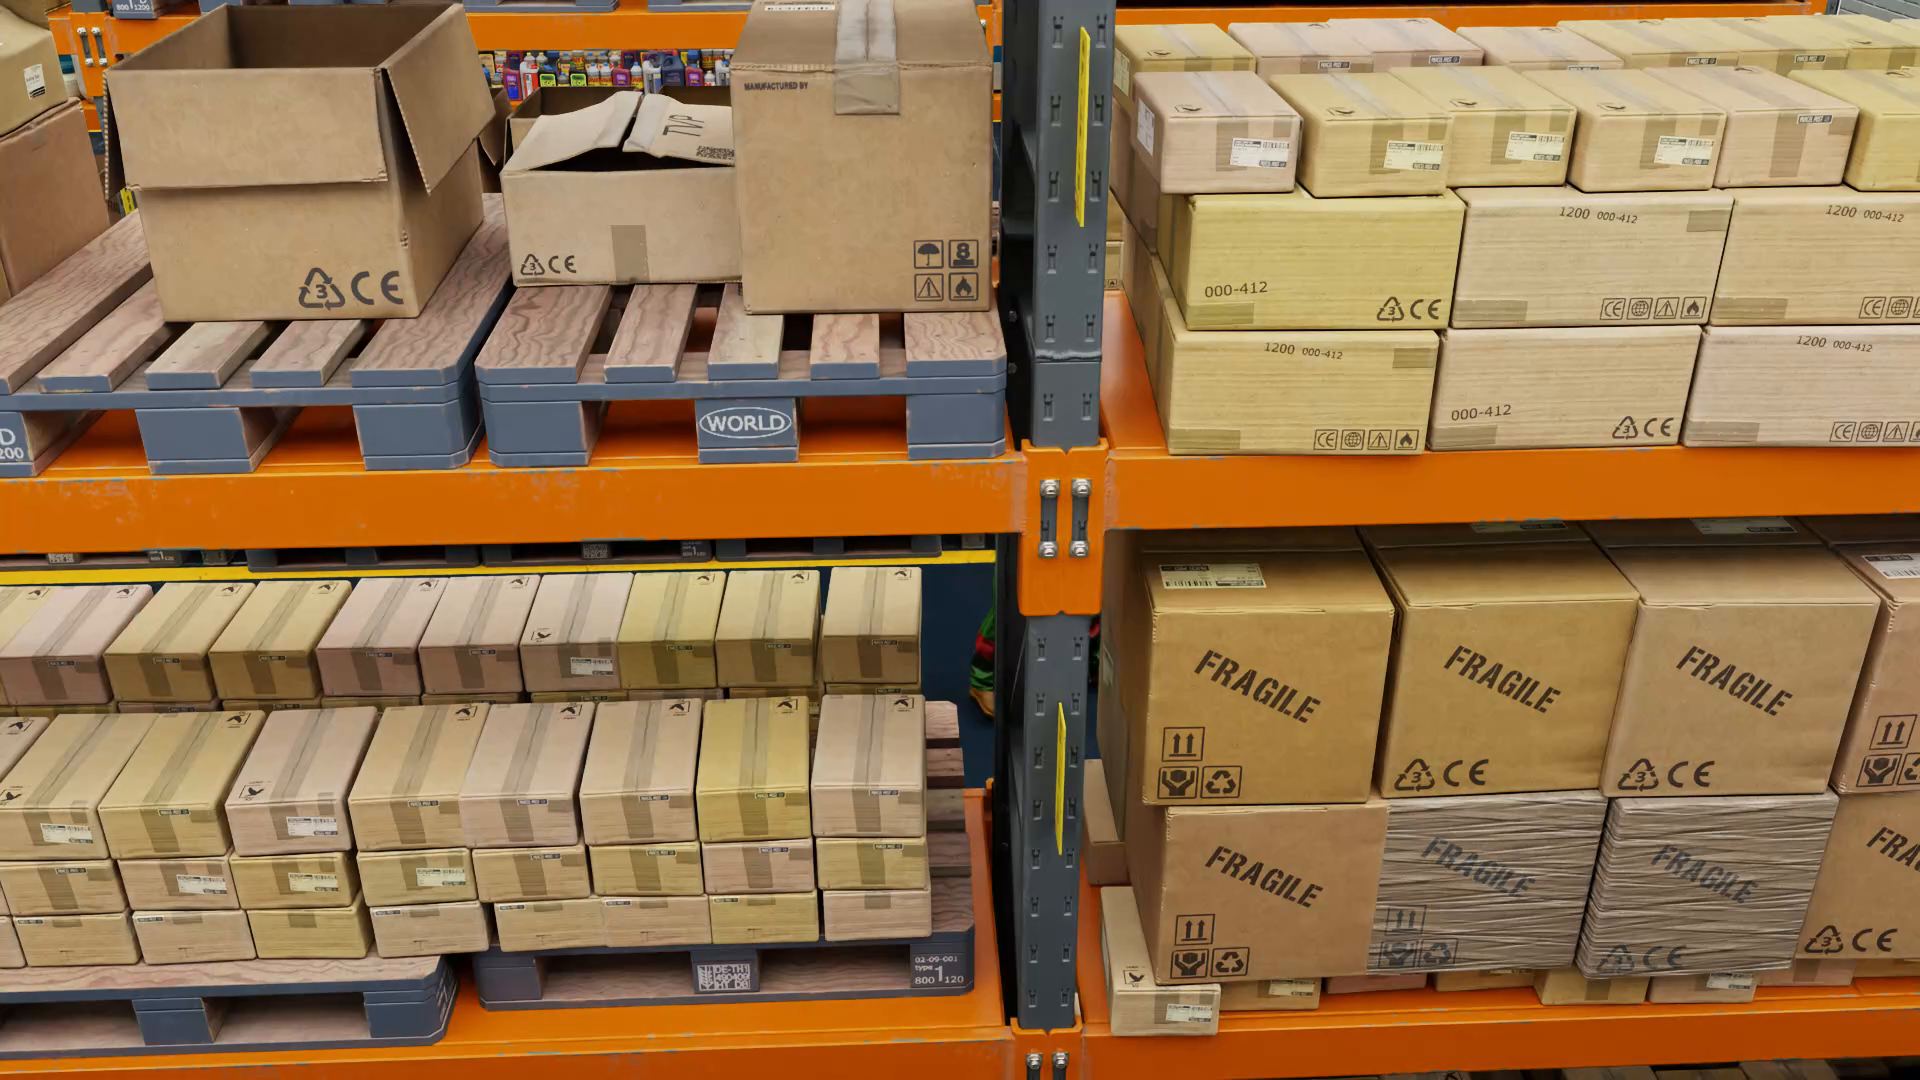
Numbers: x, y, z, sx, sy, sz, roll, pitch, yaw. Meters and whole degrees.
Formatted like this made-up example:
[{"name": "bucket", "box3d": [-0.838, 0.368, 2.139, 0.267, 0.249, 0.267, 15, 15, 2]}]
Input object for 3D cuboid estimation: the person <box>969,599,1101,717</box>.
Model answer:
[{"name": "person", "box3d": [0.438, -0.070, 7.191, 0.739, 1.766, 0.648, 11, 29, 21]}]
